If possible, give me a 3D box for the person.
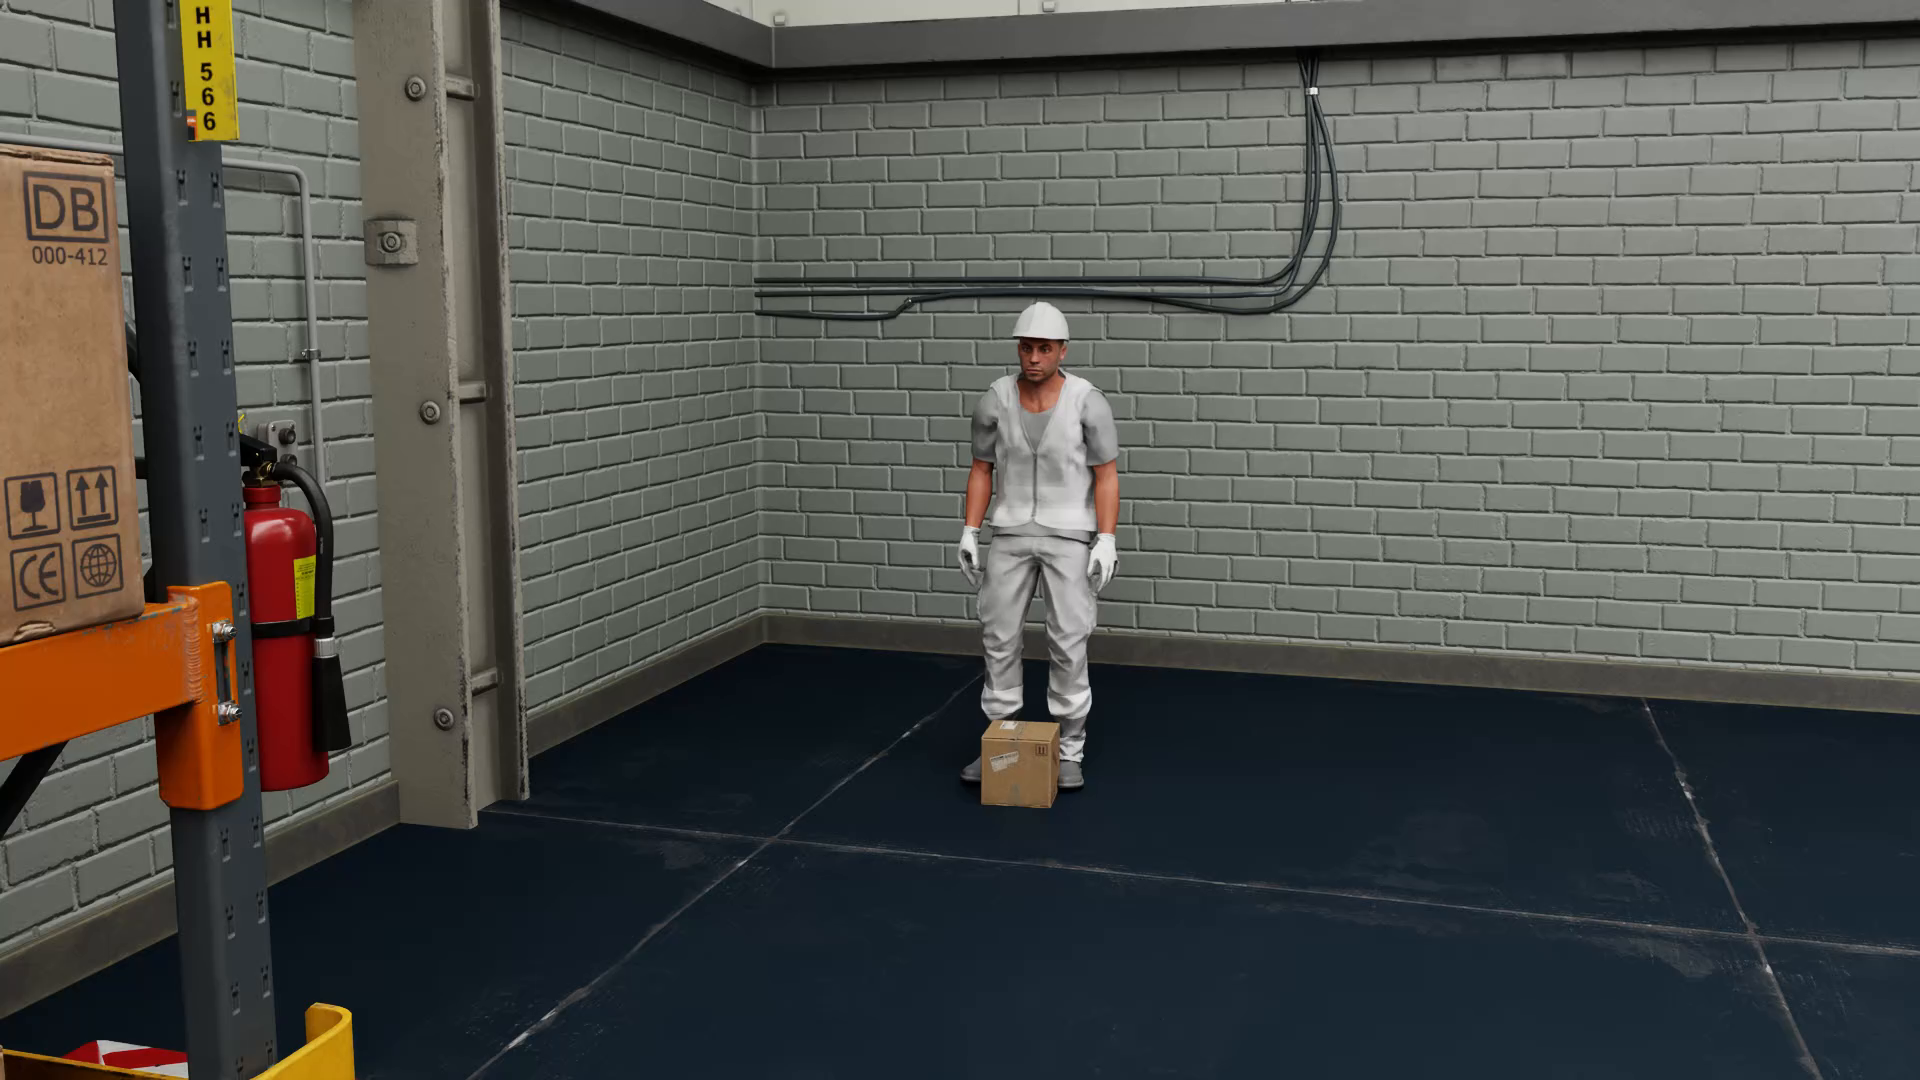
[{"bbox_3d":[0.288,0.021,6.127,0.609,1.779,0.448,2,9,16],"label":"person"}]
